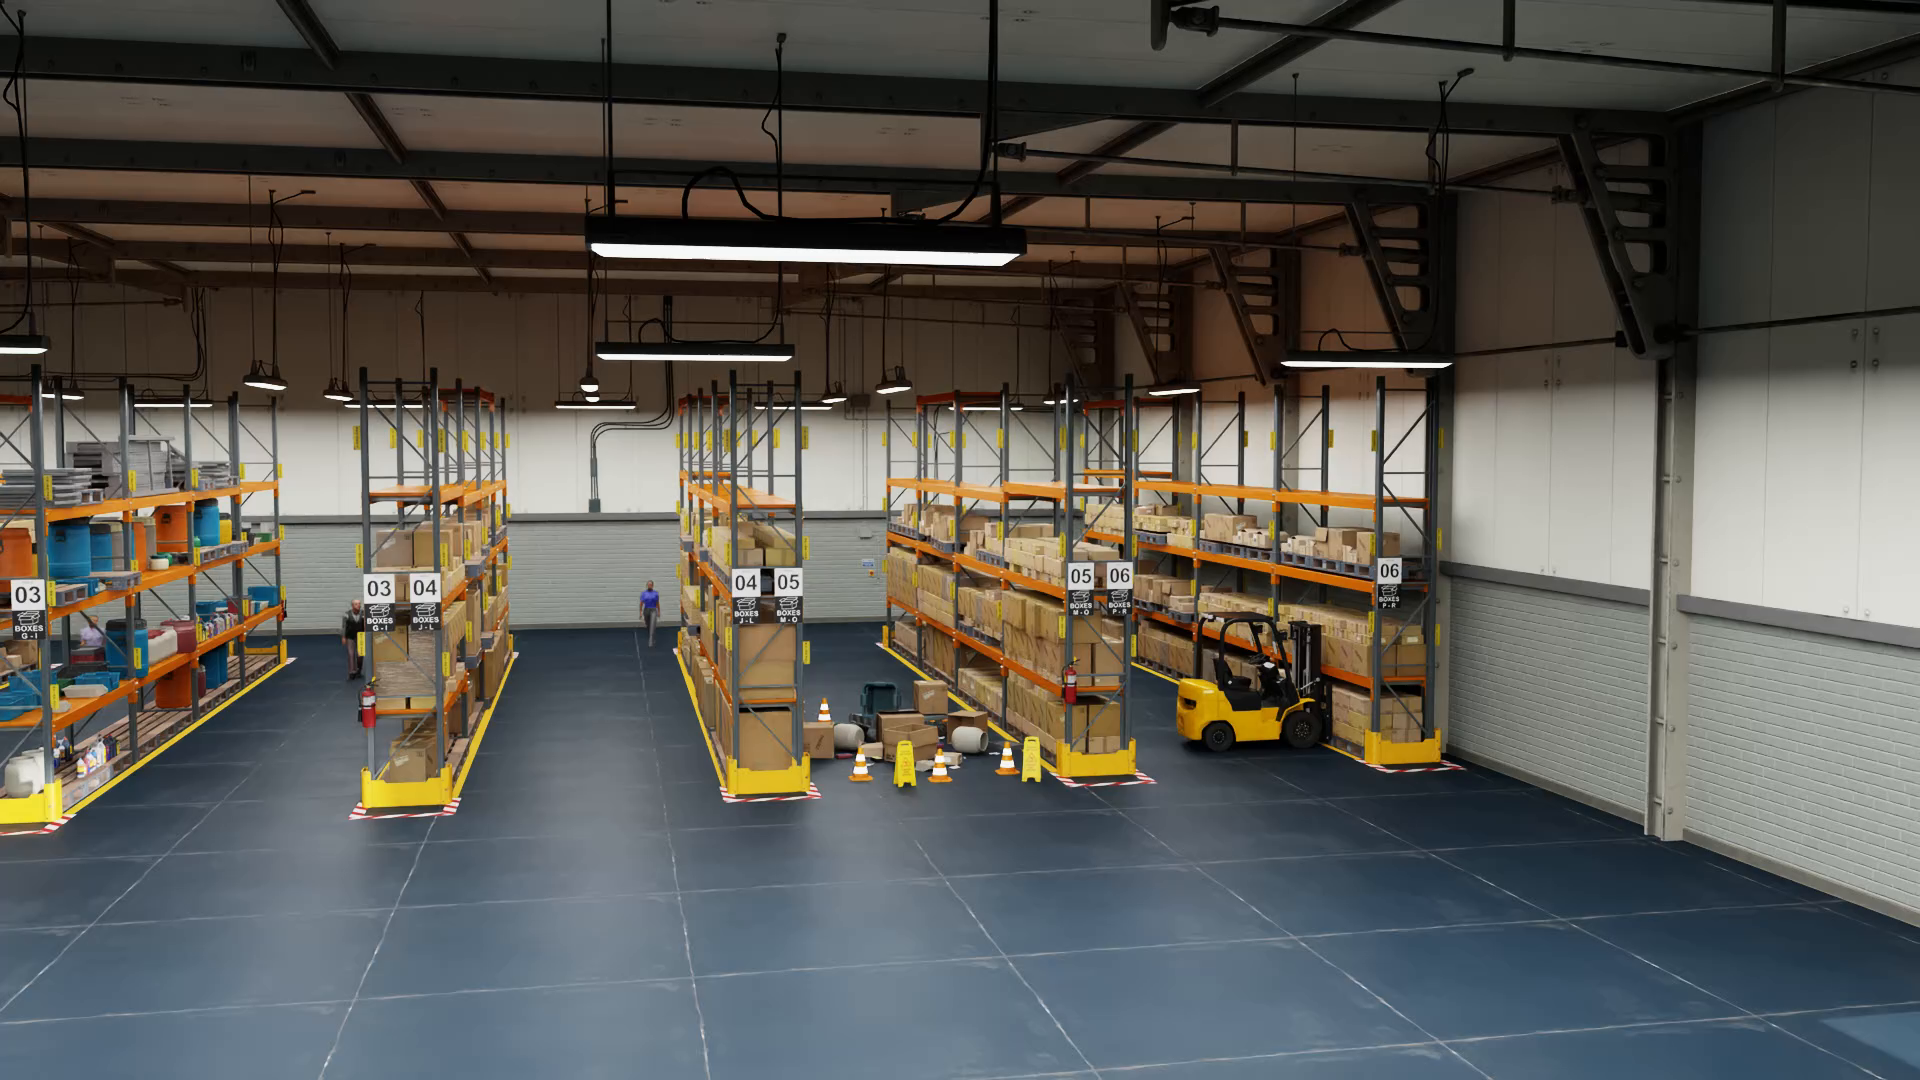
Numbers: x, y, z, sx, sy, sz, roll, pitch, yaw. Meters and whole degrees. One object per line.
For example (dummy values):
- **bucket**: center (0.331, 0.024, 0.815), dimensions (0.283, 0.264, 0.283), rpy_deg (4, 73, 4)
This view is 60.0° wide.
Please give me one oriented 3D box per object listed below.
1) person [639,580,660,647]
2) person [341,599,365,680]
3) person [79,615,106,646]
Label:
- **person**: center (-7.557, 1.778, 40.426), dimensions (0.445, 1.593, 1.025), rpy_deg (0, 3, 7)
- **person**: center (-12.710, 2.077, 35.008), dimensions (0.584, 1.663, 1.094), rpy_deg (-1, 4, -23)
- **person**: center (-16.969, 2.257, 32.552), dimensions (0.459, 1.584, 0.984), rpy_deg (-2, 4, -24)
